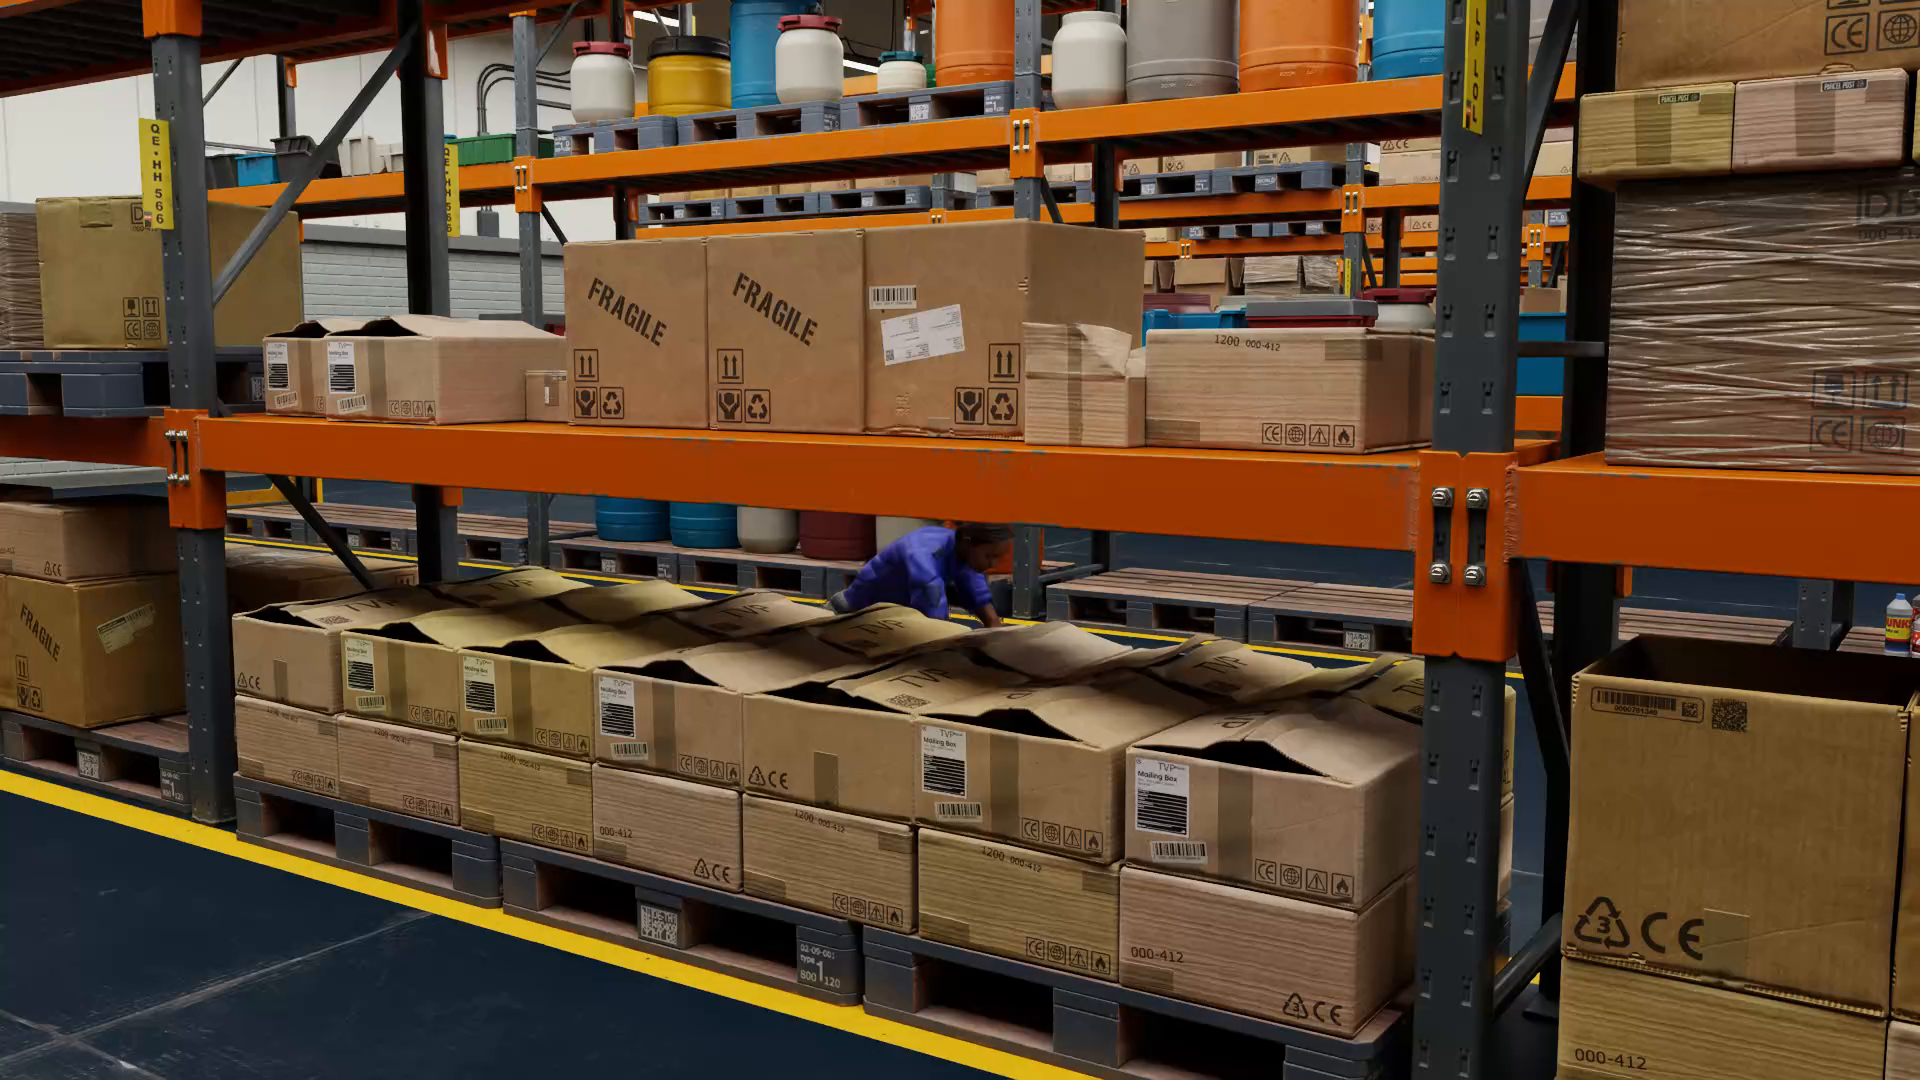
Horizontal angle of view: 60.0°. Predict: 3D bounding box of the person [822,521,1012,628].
[{"bbox_3d":[-0.141,0.339,6.180,0.808,0.958,0.475,4,8,34],"label":"person"}]
